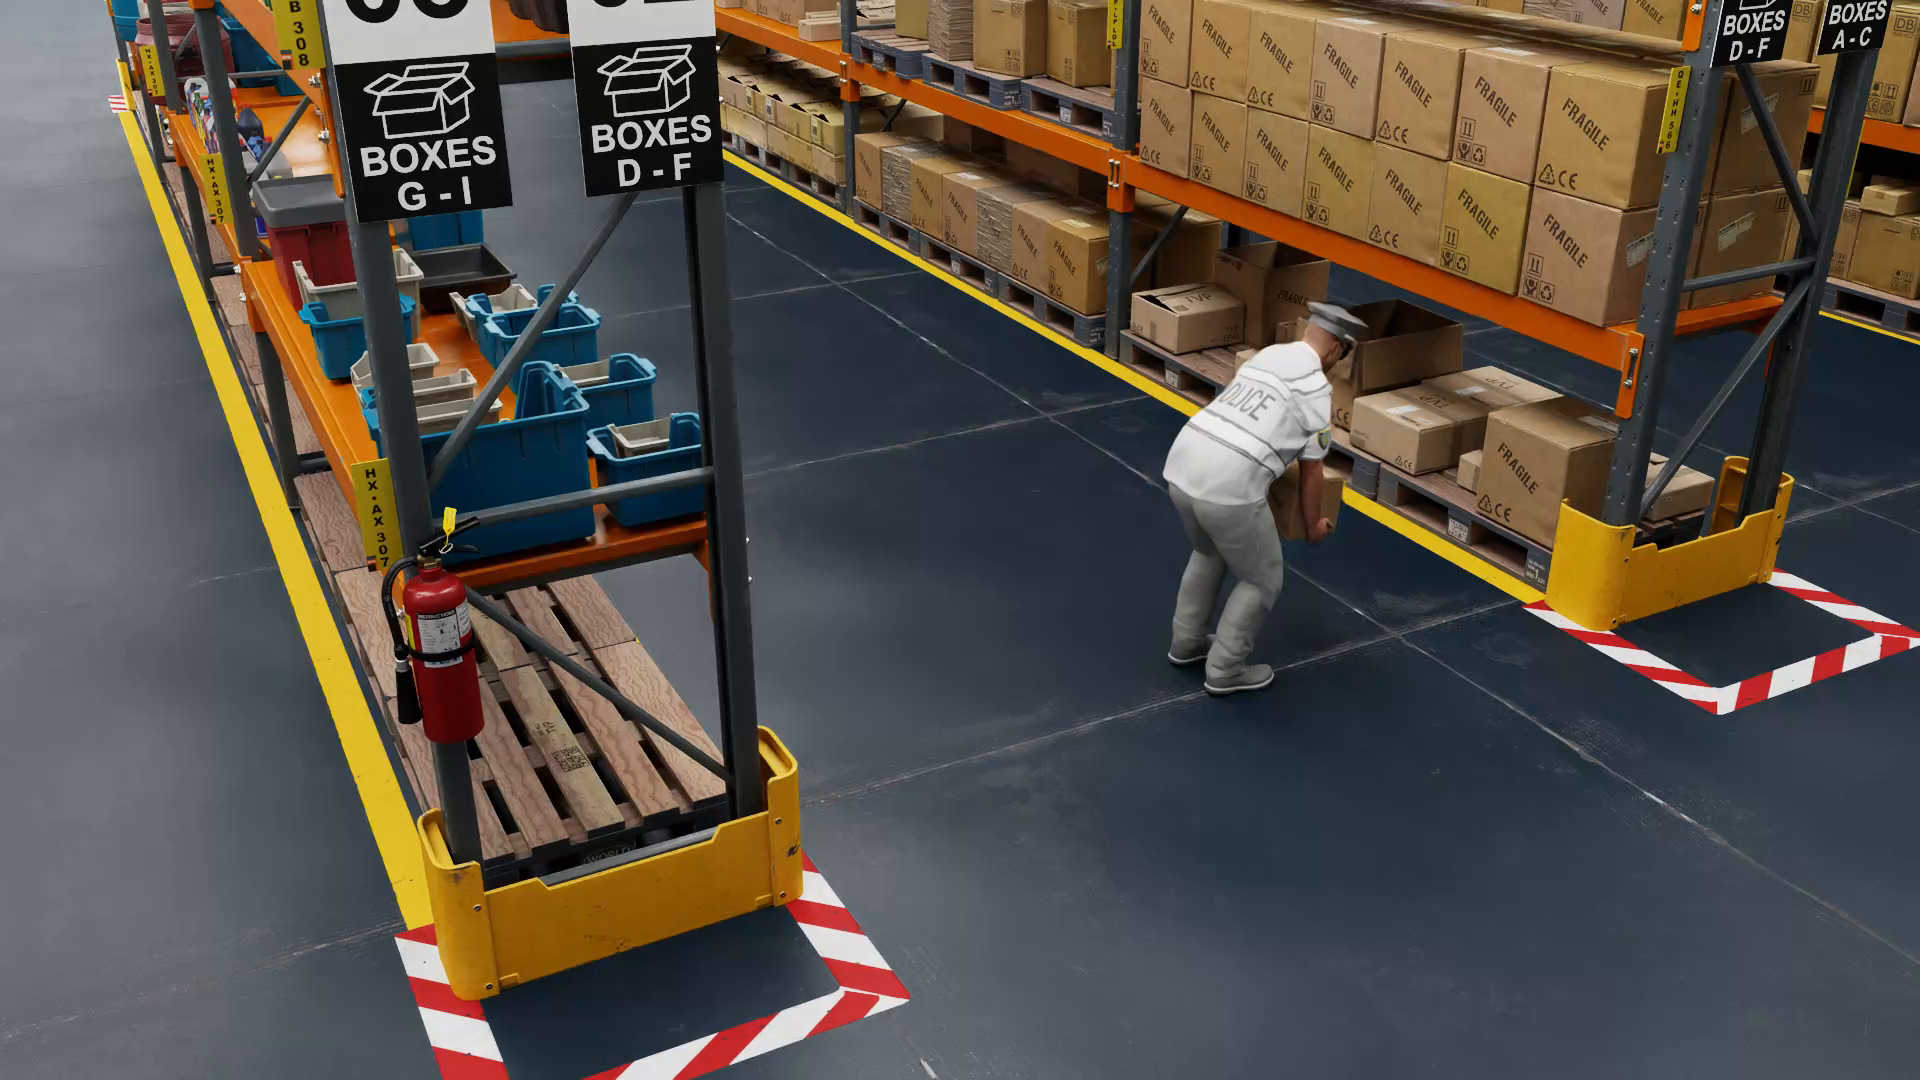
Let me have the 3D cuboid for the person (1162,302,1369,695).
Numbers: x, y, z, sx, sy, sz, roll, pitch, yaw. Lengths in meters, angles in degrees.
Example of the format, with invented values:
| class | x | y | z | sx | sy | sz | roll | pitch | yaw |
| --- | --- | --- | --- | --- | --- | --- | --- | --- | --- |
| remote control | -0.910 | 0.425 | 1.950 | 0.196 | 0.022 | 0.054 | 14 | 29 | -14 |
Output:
| class | x | y | z | sx | sy | sz | roll | pitch | yaw |
| --- | --- | --- | --- | --- | --- | --- | --- | --- | --- |
| person | 1.229 | -0.175 | 6.740 | 0.860 | 1.529 | 0.487 | -14 | 29 | -26 |
